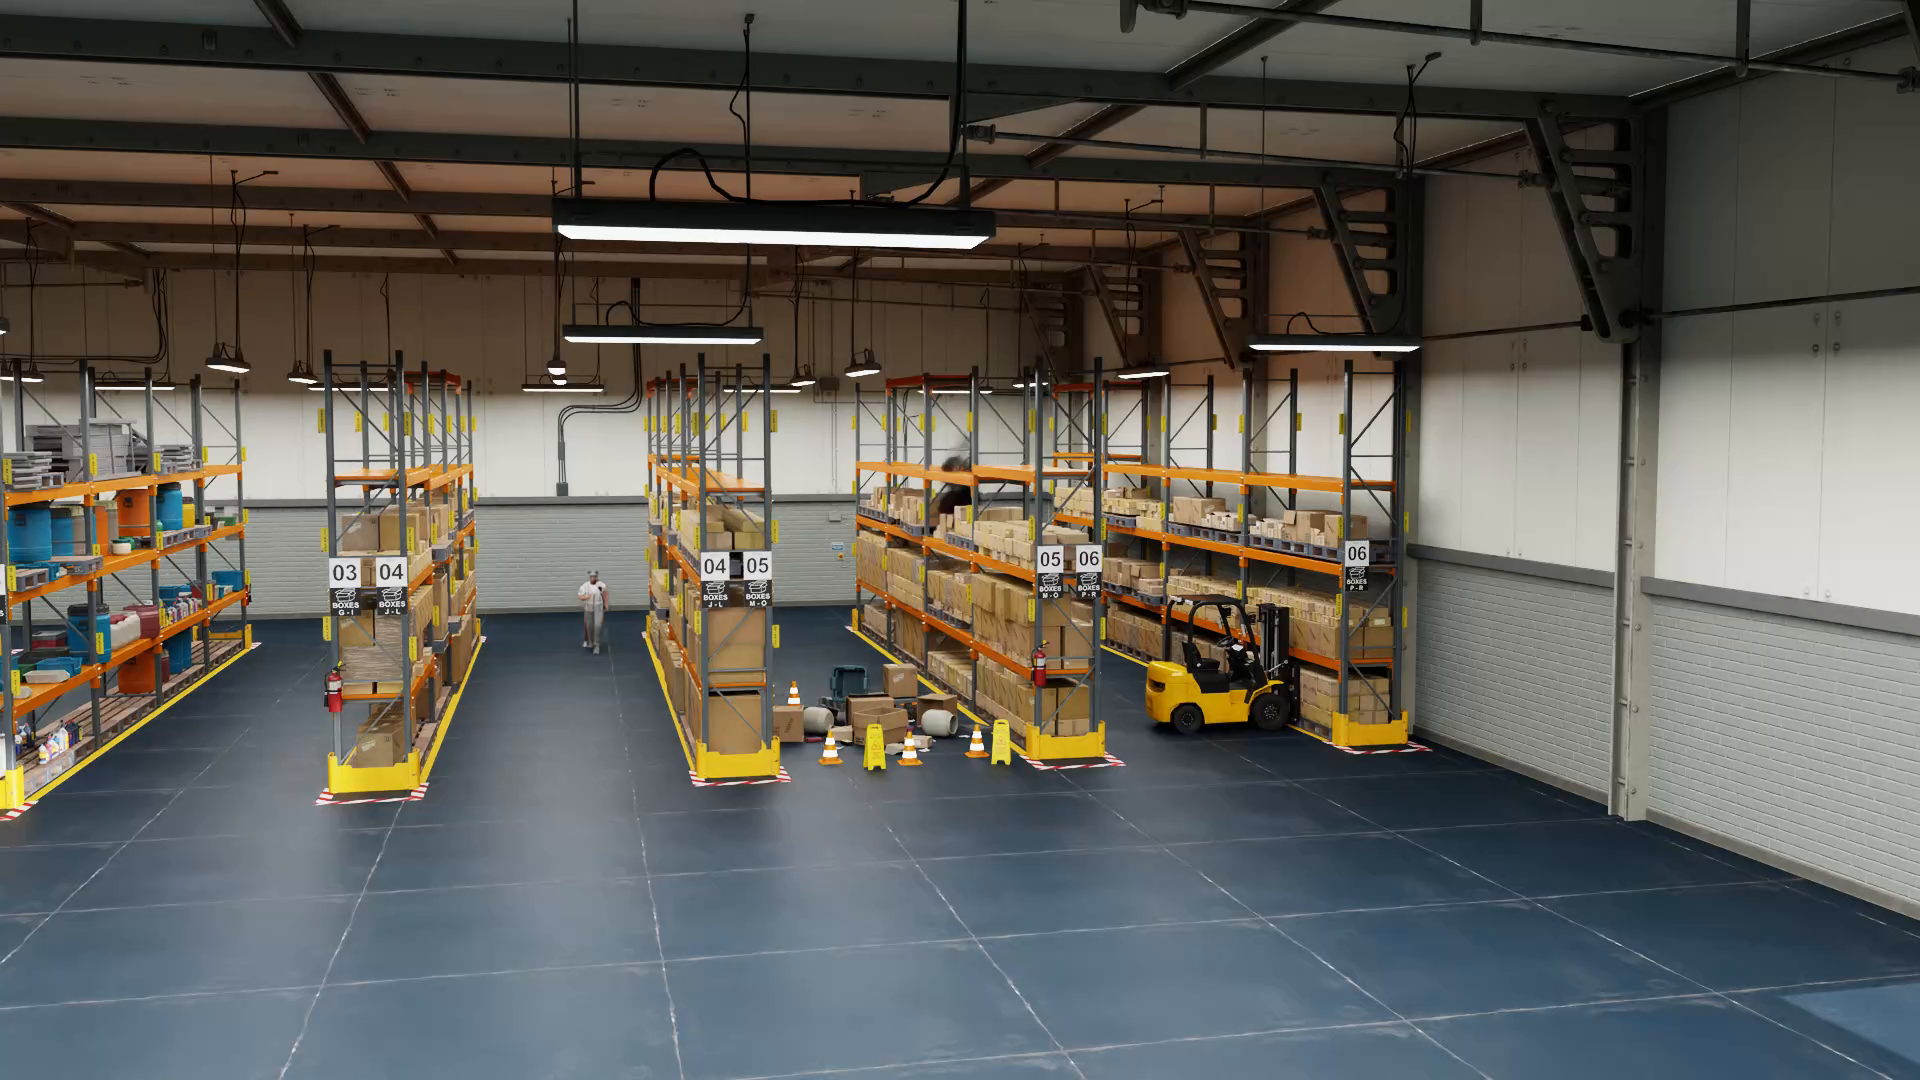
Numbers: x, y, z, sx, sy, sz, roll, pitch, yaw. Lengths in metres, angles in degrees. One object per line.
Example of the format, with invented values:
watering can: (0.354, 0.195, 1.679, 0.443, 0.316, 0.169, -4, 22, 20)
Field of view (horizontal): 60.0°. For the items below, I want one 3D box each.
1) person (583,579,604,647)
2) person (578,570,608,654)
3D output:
person: (-8.283, 1.557, 37.704, 0.563, 1.723, 0.727, 0, 4, -6)
person: (-8.079, 1.555, 36.651, 0.643, 1.809, 0.922, -1, 4, -10)
